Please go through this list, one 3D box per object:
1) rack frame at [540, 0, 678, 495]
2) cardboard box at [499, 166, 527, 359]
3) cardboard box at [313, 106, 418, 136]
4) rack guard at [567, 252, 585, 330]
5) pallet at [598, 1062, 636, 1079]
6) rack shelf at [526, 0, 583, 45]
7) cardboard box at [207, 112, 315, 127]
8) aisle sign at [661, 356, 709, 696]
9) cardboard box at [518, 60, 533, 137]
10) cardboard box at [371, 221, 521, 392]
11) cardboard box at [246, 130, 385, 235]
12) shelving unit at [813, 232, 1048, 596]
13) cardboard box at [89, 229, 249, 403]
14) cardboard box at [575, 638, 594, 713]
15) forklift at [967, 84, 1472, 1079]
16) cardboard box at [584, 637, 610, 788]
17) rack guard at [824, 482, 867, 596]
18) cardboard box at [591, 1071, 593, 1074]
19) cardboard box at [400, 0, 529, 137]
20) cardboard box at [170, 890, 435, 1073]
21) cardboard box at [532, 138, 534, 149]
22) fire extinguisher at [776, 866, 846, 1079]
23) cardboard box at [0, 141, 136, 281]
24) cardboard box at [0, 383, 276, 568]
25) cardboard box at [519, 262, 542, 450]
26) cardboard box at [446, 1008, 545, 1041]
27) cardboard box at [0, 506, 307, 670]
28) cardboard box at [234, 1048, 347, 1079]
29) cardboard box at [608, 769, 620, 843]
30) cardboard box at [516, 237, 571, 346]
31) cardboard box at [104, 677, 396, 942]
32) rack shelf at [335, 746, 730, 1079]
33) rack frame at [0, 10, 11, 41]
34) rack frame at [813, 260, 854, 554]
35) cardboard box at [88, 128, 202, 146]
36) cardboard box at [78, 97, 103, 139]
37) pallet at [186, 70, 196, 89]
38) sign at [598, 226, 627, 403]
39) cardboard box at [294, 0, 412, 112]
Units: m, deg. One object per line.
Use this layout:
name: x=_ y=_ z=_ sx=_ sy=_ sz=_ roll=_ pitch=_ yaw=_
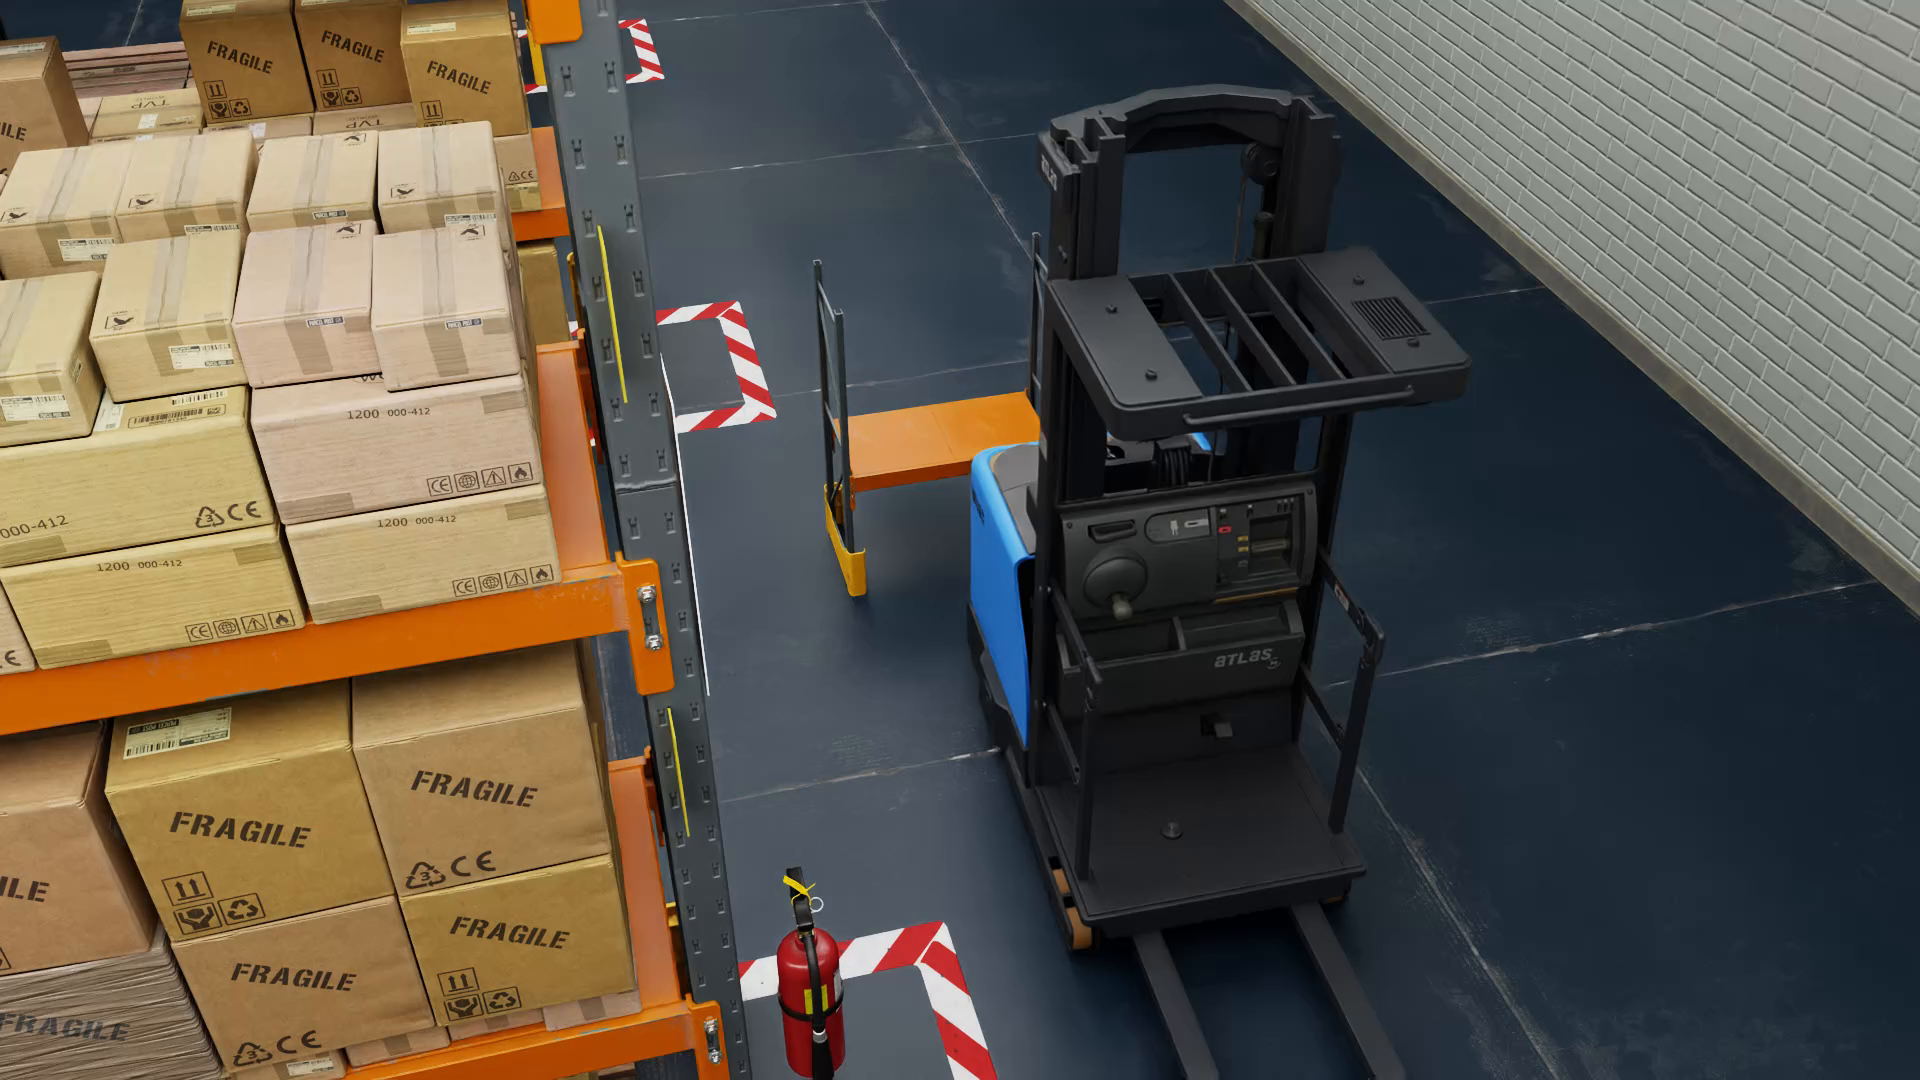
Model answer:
rack frame: x=-0.775 y=-1.587 z=2.897 sx=0.127 sy=3.000 sz=1.000 roll=-9 pitch=38 yaw=-12
cardboard box: x=-1.276 y=-0.616 z=3.809 sx=0.500 sy=0.250 sz=0.500 roll=-9 pitch=38 yaw=-11
cardboard box: x=-2.859 y=-1.876 z=8.091 sx=0.500 sy=0.250 sz=0.500 roll=-10 pitch=39 yaw=-13
rack guard: x=-1.947 y=-1.140 z=9.309 sx=0.348 sy=0.500 sz=1.175 roll=-9 pitch=38 yaw=-12
pallet: x=-1.642 y=2.023 z=5.411 sx=1.213 sy=0.211 sz=1.003 roll=-9 pitch=38 yaw=-12
rack shelf: x=-2.706 y=-0.983 z=2.703 sx=4.000 sy=0.370 sz=1.077 roll=-9 pitch=38 yaw=-12
cardboard box: x=-3.490 y=-2.107 z=8.393 sx=0.500 sy=0.250 sz=0.500 roll=-11 pitch=39 yaw=-13
aisle sign: x=-0.626 y=-0.072 z=3.715 sx=0.004 sy=0.787 sz=0.394 roll=-9 pitch=38 yaw=-12
cardboard box: x=-2.504 y=-2.270 z=8.607 sx=0.500 sy=0.250 sz=0.500 roll=-10 pitch=39 yaw=-13
cardboard box: x=-1.019 y=-0.468 z=3.287 sx=0.250 sy=0.149 sz=0.380 roll=-10 pitch=38 yaw=-12
cardboard box: x=-1.398 y=-0.745 z=3.650 sx=0.250 sy=0.149 sz=0.380 roll=-8 pitch=38 yaw=-10
shelving unit: x=-0.074 y=-0.584 z=7.758 sx=1.083 sy=1.500 sz=0.587 roll=-9 pitch=38 yaw=-12
cardboard box: x=-1.530 y=-0.445 z=3.257 sx=0.250 sy=0.149 sz=0.380 roll=-10 pitch=39 yaw=-13
cardboard box: x=-1.278 y=0.156 z=4.406 sx=0.500 sy=0.500 sz=0.500 roll=-10 pitch=38 yaw=-12
forklift: x=0.861 y=0.113 z=5.670 sx=1.130 sy=2.935 sz=3.031 roll=-8 pitch=38 yaw=-10
cardboard box: x=-1.280 y=0.547 z=4.718 sx=0.500 sy=0.500 sz=0.500 roll=-8 pitch=38 yaw=-10
rack guard: x=-0.554 y=-0.008 z=8.035 sx=0.087 sy=0.250 sz=0.587 roll=-9 pitch=38 yaw=-12
cardboard box: x=-1.348 y=1.576 z=5.457 sx=0.250 sy=0.149 sz=0.380 roll=-8 pitch=38 yaw=-10
cardboard box: x=-2.372 y=-2.255 z=7.969 sx=0.500 sy=0.500 sz=0.500 roll=-9 pitch=38 yaw=-11
cardboard box: x=-1.640 y=0.939 z=4.206 sx=0.500 sy=0.500 sz=0.500 roll=-10 pitch=39 yaw=-13
cardboard box: x=-2.399 y=-2.167 z=8.800 sx=0.250 sy=0.149 sz=0.380 roll=-9 pitch=38 yaw=-11
fire extinguisher: x=-0.411 y=1.206 z=4.555 sx=0.183 sy=0.674 sz=0.296 roll=-9 pitch=38 yaw=-12
cardboard box: x=-1.914 y=-0.707 z=3.600 sx=0.250 sy=0.149 sz=0.380 roll=-9 pitch=38 yaw=-11
cardboard box: x=-1.647 y=-0.231 z=3.305 sx=0.500 sy=0.250 sz=0.500 roll=-10 pitch=39 yaw=-13
cardboard box: x=-1.275 y=-0.415 z=3.957 sx=0.500 sy=0.250 sz=0.500 roll=-8 pitch=38 yaw=-10
cardboard box: x=-1.266 y=1.130 z=4.490 sx=0.250 sy=0.149 sz=0.380 roll=-9 pitch=38 yaw=-12
cardboard box: x=-1.636 y=-0.024 z=3.446 sx=0.500 sy=0.250 sz=0.500 roll=-9 pitch=38 yaw=-12
cardboard box: x=-1.744 y=1.233 z=4.355 sx=0.250 sy=0.149 sz=0.380 roll=-8 pitch=38 yaw=-11
cardboard box: x=-1.173 y=0.755 z=4.981 sx=0.250 sy=0.149 sz=0.380 roll=-10 pitch=38 yaw=-12
cardboard box: x=-2.568 y=-1.304 z=8.868 sx=0.875 sy=0.875 sz=0.875 roll=-9 pitch=38 yaw=-12
cardboard box: x=-1.641 y=0.540 z=3.905 sx=0.500 sy=0.500 sz=0.500 roll=-11 pitch=39 yaw=-13
rack shelf: x=-2.706 y=1.398 z=4.525 sx=4.000 sy=0.370 sz=1.077 roll=-9 pitch=38 yaw=-12
rack frame: x=-7.123 y=-4.401 z=11.514 sx=0.127 sy=3.000 sz=1.000 roll=-9 pitch=38 yaw=-12
rack frame: x=-0.573 y=-0.502 z=7.651 sx=0.032 sy=1.500 sz=0.500 roll=-9 pitch=38 yaw=-12
cardboard box: x=-3.852 y=-1.710 z=7.874 sx=0.500 sy=0.250 sz=0.500 roll=-9 pitch=38 yaw=-12
cardboard box: x=-4.483 y=-1.943 z=8.179 sx=0.500 sy=0.250 sz=0.500 roll=-9 pitch=38 yaw=-11
pallet: x=-5.244 y=-3.628 z=12.799 sx=1.213 sy=0.211 sz=1.003 roll=-9 pitch=38 yaw=-12
sign: x=-0.650 y=-0.418 z=3.110 sx=0.005 sy=0.325 sz=0.100 roll=-9 pitch=38 yaw=-12
cardboard box: x=-2.987 y=-2.489 z=8.276 sx=0.500 sy=0.500 sz=0.500 roll=-10 pitch=39 yaw=-13
